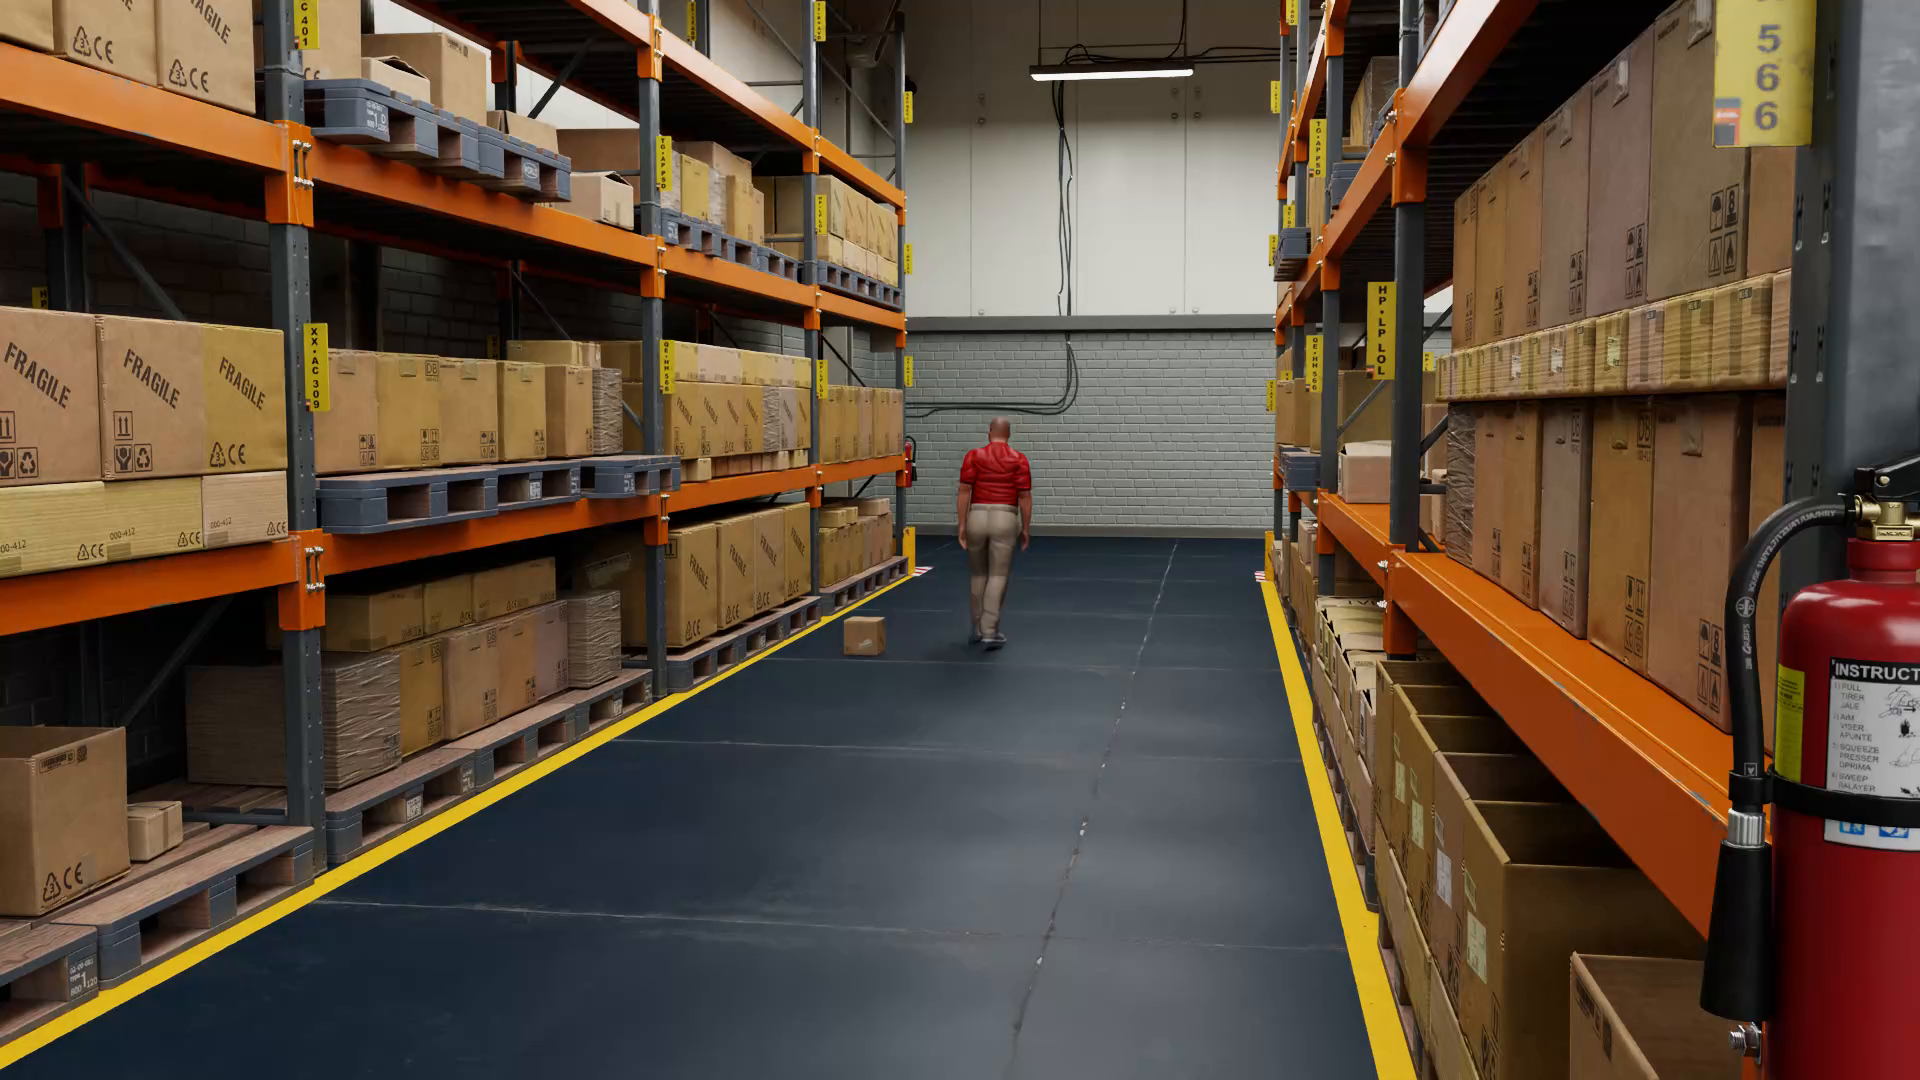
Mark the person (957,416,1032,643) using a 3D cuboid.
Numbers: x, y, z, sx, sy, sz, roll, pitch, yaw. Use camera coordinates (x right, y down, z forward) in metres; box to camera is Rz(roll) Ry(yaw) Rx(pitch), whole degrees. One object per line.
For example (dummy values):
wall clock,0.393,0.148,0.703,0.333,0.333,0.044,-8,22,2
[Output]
person,0.260,-0.048,12.580,0.558,1.770,0.646,1,5,18
